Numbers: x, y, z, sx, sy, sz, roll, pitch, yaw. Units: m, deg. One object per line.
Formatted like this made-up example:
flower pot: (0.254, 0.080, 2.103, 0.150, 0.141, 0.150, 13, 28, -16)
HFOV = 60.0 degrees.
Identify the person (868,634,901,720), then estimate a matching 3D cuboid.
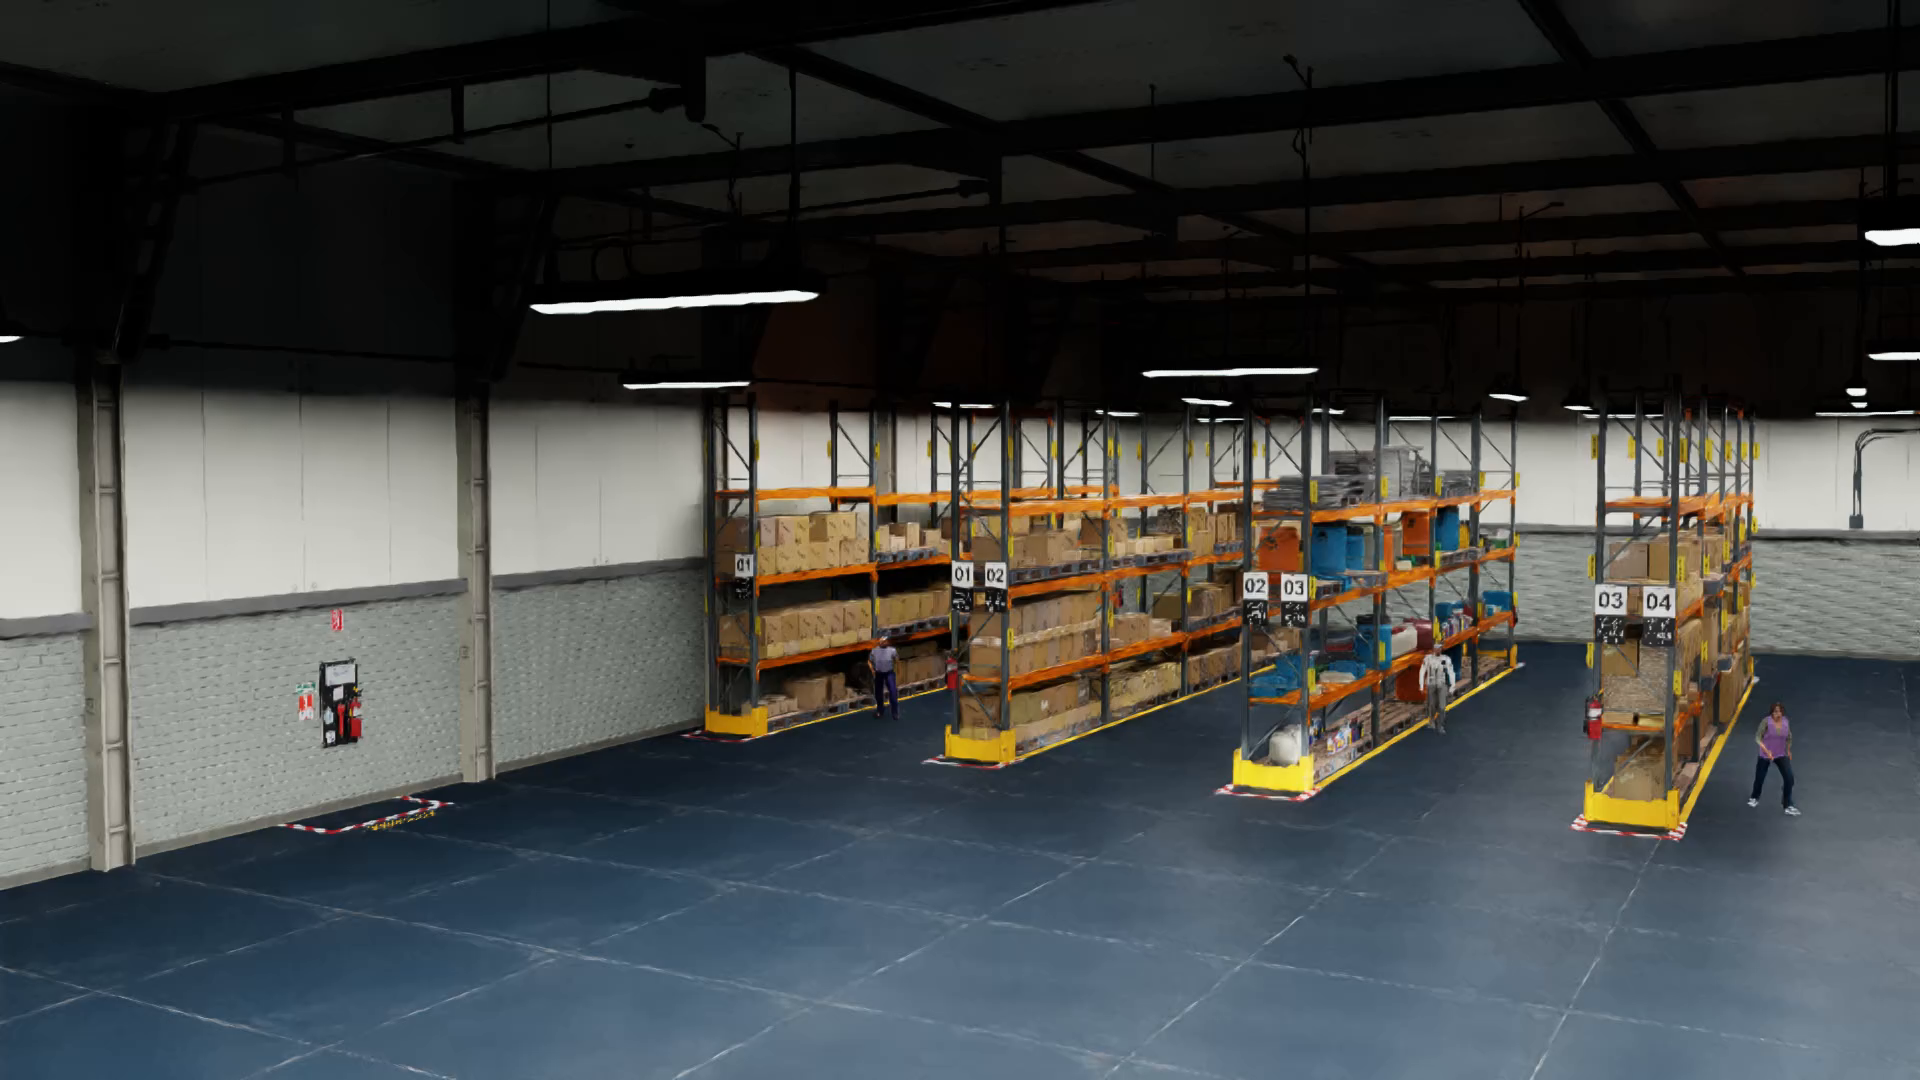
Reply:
person: (-1.377, 2.530, 31.011, 0.660, 1.583, 0.785, 0, 3, 8)

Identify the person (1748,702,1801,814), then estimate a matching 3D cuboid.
person: (11.269, 2.979, 23.037, 0.554, 1.525, 0.784, 1, 3, 11)

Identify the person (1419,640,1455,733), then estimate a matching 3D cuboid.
person: (8.524, 2.580, 29.688, 0.616, 1.642, 0.657, 1, 3, 21)
